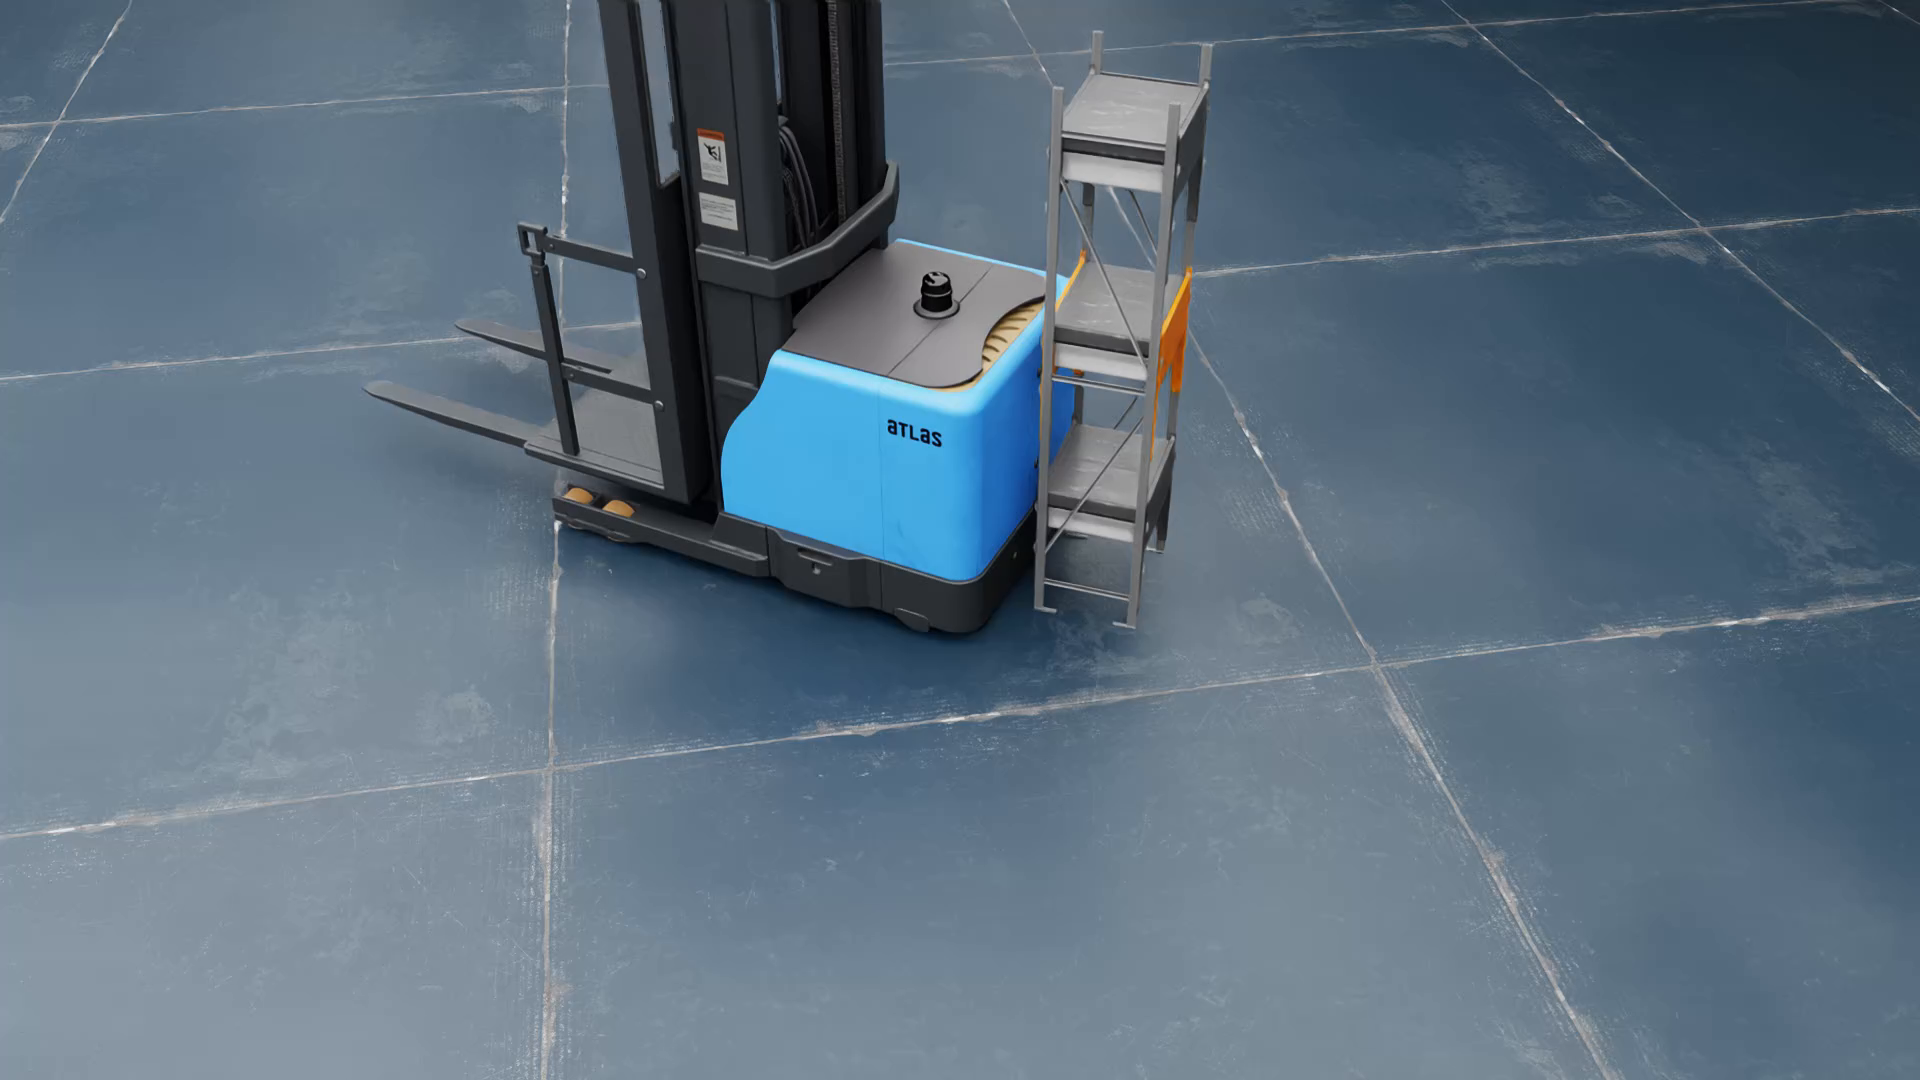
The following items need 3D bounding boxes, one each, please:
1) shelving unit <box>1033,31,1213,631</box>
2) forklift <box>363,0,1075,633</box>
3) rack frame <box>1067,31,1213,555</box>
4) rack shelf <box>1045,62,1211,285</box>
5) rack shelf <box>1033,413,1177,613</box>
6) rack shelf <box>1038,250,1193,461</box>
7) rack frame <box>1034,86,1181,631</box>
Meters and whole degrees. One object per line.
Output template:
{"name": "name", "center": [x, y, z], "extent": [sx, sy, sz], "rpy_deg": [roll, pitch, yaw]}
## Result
{"name": "shelving unit", "center": [0.553, -0.670, 5.901], "extent": [0.431, 2.100, 0.503], "rpy_deg": [11, 39, 14]}
{"name": "forklift", "center": [-1.091, -1.424, 6.193], "extent": [3.031, 2.935, 1.130], "rpy_deg": [16, 41, 20]}
{"name": "rack frame", "center": [0.630, -0.812, 6.084], "extent": [0.400, 2.100, 0.015], "rpy_deg": [11, 39, 14]}
{"name": "rack shelf", "center": [0.553, -1.212, 5.480], "extent": [0.431, 0.518, 0.480], "rpy_deg": [11, 39, 14]}
{"name": "rack shelf", "center": [0.553, -0.106, 6.338], "extent": [0.431, 0.518, 0.480], "rpy_deg": [11, 39, 14]}
{"name": "rack shelf", "center": [0.553, -0.659, 5.909], "extent": [0.431, 0.518, 0.480], "rpy_deg": [11, 39, 14]}
{"name": "rack frame", "center": [0.477, -0.528, 5.718], "extent": [0.400, 2.100, 0.015], "rpy_deg": [11, 39, 14]}
